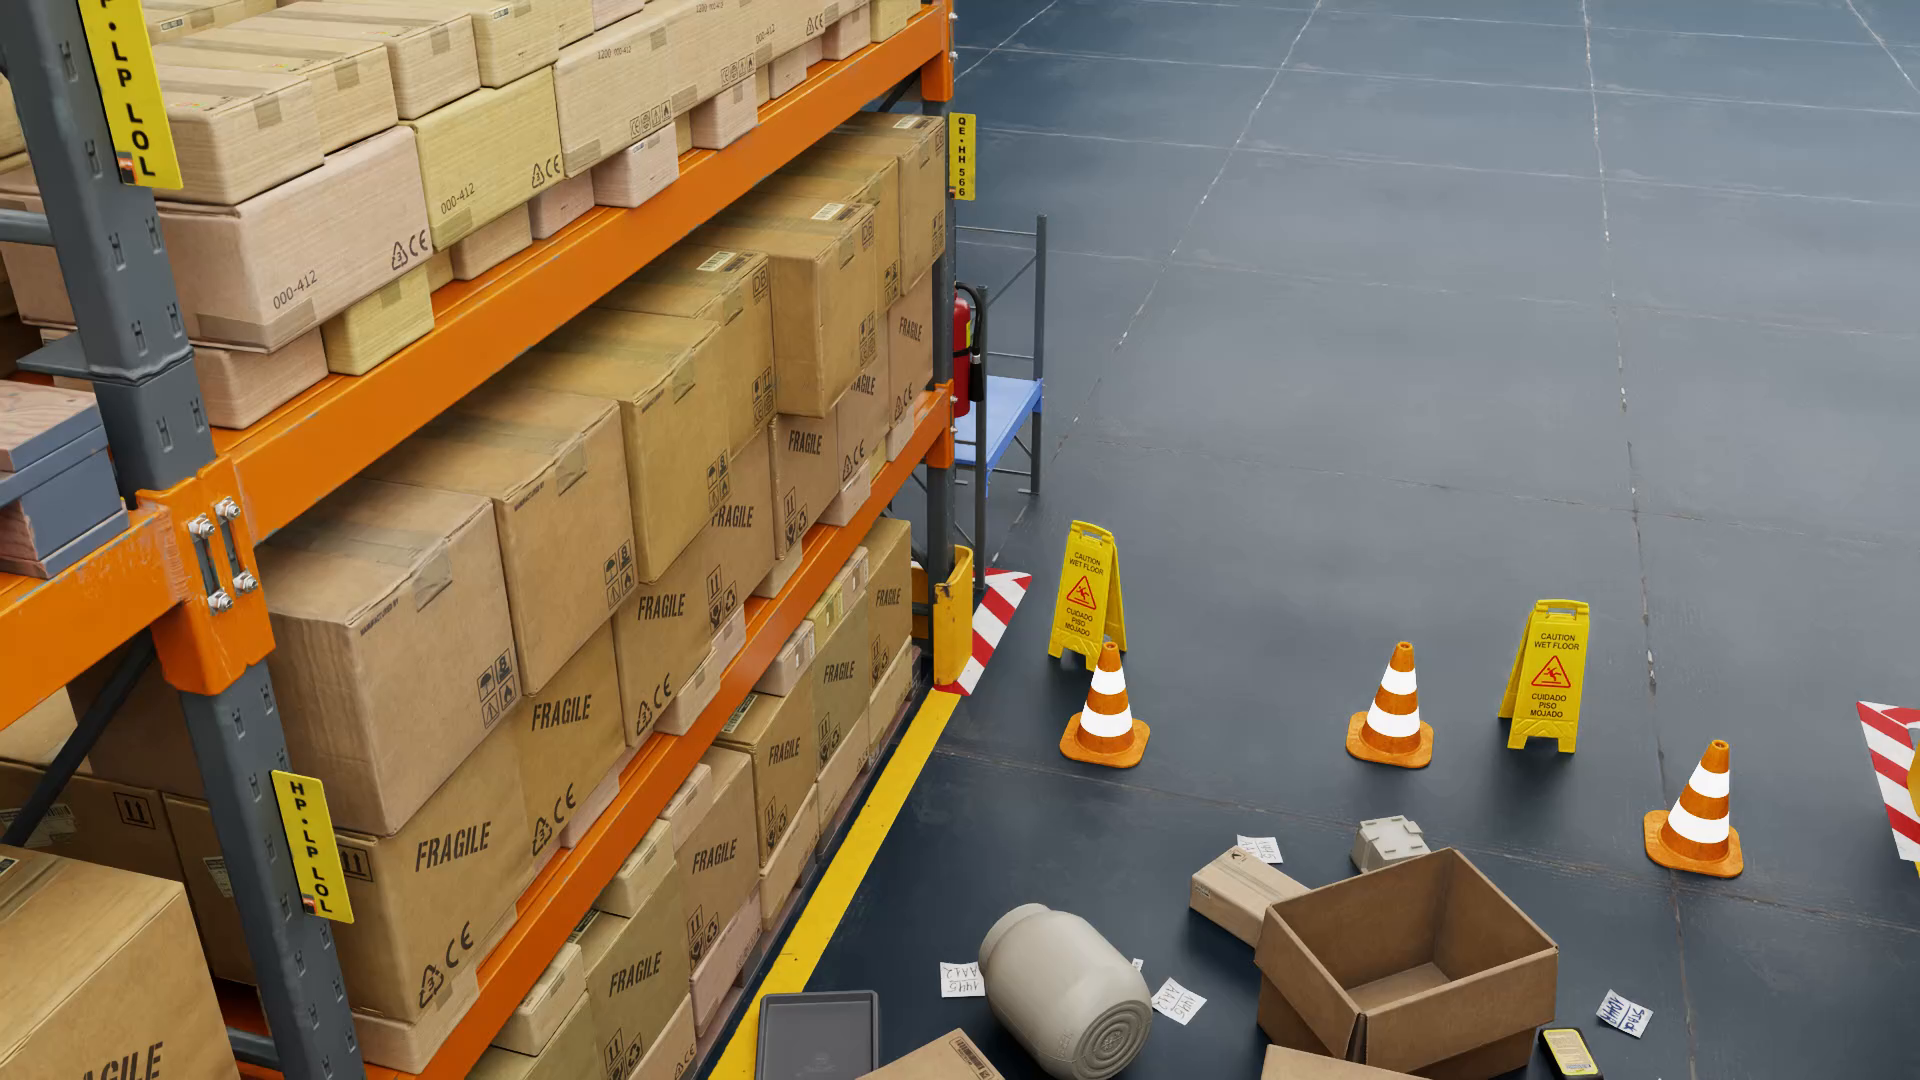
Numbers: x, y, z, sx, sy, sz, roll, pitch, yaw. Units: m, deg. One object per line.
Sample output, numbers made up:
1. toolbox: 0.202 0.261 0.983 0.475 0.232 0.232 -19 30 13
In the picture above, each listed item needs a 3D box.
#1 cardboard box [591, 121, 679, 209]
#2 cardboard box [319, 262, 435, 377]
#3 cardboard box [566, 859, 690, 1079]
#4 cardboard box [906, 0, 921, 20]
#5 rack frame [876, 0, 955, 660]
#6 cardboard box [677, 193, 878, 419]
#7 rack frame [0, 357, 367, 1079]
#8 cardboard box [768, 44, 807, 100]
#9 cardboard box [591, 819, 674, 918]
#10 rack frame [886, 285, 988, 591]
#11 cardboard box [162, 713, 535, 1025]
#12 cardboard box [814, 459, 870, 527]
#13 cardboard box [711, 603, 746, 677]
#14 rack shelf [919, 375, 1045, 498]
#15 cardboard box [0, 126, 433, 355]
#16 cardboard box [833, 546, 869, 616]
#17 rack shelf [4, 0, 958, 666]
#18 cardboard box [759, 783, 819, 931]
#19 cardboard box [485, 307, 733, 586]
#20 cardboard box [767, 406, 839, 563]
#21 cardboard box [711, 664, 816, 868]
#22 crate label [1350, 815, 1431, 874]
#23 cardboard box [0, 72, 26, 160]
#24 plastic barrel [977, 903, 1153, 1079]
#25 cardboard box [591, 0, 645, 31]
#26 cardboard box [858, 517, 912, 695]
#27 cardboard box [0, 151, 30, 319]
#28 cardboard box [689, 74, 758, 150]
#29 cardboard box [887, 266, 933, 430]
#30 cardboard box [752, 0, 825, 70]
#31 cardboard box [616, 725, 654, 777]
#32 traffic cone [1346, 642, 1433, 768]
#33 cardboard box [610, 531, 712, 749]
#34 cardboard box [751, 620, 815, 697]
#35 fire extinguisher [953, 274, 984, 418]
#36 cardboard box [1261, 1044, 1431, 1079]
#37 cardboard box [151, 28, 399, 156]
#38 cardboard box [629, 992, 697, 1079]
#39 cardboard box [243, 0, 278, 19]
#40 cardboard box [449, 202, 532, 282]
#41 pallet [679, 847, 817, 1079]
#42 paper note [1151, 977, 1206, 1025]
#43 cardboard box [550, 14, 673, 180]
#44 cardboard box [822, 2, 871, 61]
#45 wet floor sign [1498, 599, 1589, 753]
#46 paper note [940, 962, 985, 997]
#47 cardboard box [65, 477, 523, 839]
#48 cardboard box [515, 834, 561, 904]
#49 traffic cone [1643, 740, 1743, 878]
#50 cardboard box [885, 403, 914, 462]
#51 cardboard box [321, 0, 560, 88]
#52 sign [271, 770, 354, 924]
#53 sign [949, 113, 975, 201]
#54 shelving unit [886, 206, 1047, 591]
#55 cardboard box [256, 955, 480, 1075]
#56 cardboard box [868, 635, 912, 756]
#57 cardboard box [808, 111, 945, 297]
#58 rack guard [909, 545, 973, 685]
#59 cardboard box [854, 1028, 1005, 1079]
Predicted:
1. cardboard box: -0.902 -0.916 3.984 0.380 0.149 0.250 8 30 14
2. cardboard box: -1.231 -0.443 3.134 0.380 0.149 0.250 9 30 15
3. cardboard box: -1.113 1.186 4.658 0.500 0.500 0.500 10 31 17
4. cardboard box: -0.353 -1.873 5.704 0.380 0.149 0.250 9 30 15
5. rack frame: -0.516 -0.878 6.742 1.000 3.000 0.127 8 30 15
6. cardboard box: -0.664 -0.734 5.046 0.700 0.500 0.500 8 30 14
7. rack frame: -1.690 0.981 3.400 1.000 3.000 0.127 8 30 15
8. cardboard box: -0.671 -1.403 4.860 0.380 0.149 0.250 8 30 14
9. cardboard box: -1.016 0.864 4.569 0.380 0.149 0.250 10 31 17
10. rack frame: -0.124 -0.459 7.532 0.500 1.500 0.032 8 30 15
11. cardboard box: -1.295 0.643 3.600 0.500 0.500 0.500 8 30 15
12. cardboard box: -0.532 -0.190 5.764 0.380 0.149 0.250 9 30 16
13. cardboard box: -0.859 0.276 4.926 0.380 0.149 0.250 8 30 15
14. rack shelf: 0.025 -0.538 8.044 0.538 0.185 1.000 8 30 15
15. cardboard box: -1.299 -0.559 2.933 0.500 0.250 0.500 8 30 14
16. cardboard box: -0.545 0.119 5.908 0.380 0.149 0.250 9 30 16
17. rack shelf: -1.103 -0.945 4.517 1.077 0.370 4.000 8 30 15
18. cardboard box: -0.804 1.038 5.695 0.500 0.250 0.500 7 30 13
19. cardboard box: -1.010 -0.267 4.206 0.700 0.500 0.500 8 30 14
20. cardboard box: -0.714 -0.296 5.287 0.500 0.500 0.500 8 30 15
21. cardboard box: -0.807 0.699 5.533 0.500 0.500 0.500 8 30 14
22. crate label: 1.580 1.132 6.075 0.250 0.136 0.298 -6 30 -11
23. cardboard box: -1.806 -0.747 2.859 0.380 0.149 0.250 9 30 16
24. plastic barrel: 0.325 1.424 5.255 0.421 0.421 0.512 -17 34 -28
25. cardboard box: -0.956 -1.281 3.820 0.380 0.149 0.250 8 30 14
26. cardboard box: -0.502 0.222 6.390 0.500 0.500 0.500 9 30 15
27. cardboard box: -1.817 -0.638 3.075 0.500 0.250 0.500 8 30 14
28. cardboard box: -0.762 -1.153 4.410 0.380 0.149 0.250 8 30 14
29. cardboard box: -0.412 -0.760 6.121 0.500 0.500 0.500 8 30 14
30. cardboard box: -0.705 -1.501 4.626 0.500 0.250 0.500 9 30 16
31. cardboard box: -1.063 0.500 4.525 0.380 0.149 0.250 8 30 15
32. traffic cone: 1.752 0.615 6.668 0.336 0.463 0.334 8 30 15
33. cardboard box: -1.010 0.175 4.441 0.500 0.500 0.500 8 30 14
34. cardboard box: -0.701 0.358 5.479 0.380 0.149 0.250 10 31 17
35. fire extinguisher: -0.042 -0.831 6.738 0.296 0.674 0.183 8 30 15
36. cardboard box: 1.122 1.767 4.416 0.797 0.637 0.503 8 30 15
37. cardboard box: -1.237 -0.793 2.943 0.380 0.149 0.250 9 30 16
38. cardboard box: -1.113 1.514 4.839 0.500 0.250 0.500 10 31 18
39. cardboard box: -1.690 -1.126 3.541 0.380 0.149 0.250 9 30 16
40. cardboard box: -1.155 -0.685 3.569 0.380 0.149 0.250 9 30 16
41. pallet: -1.171 1.314 5.671 1.003 0.211 1.213 8 30 15
42. paper note: 0.717 1.522 5.495 0.148 0.019 0.142 20 35 32
43. cardboard box: -0.997 -1.031 3.781 0.500 0.250 0.500 9 30 15
44. cardboard box: -0.506 -1.634 5.275 0.380 0.149 0.250 9 30 16
45. wet floor sign: 2.361 0.515 6.661 0.267 0.644 0.232 3 29 6
46. paper note: 0.008 1.470 5.577 0.142 0.019 0.148 -1 29 -3
47. cardboard box: -1.354 0.197 3.373 0.700 0.500 0.500 8 30 14
48. cardboard box: -1.218 0.738 4.097 0.380 0.149 0.250 8 30 15
49. traffic cone: 2.732 0.935 6.094 0.336 0.463 0.334 8 30 15
50. cardboard box: -0.390 -0.430 6.196 0.380 0.149 0.250 8 30 14
51. cardboard box: -1.048 -1.033 3.374 0.380 0.149 0.250 8 30 14
52. sign: -1.159 0.553 2.980 0.100 0.325 0.005 8 30 15
53. sign: 0.009 -1.433 6.225 0.100 0.325 0.005 8 30 15
54. shelving unit: 0.025 -0.695 7.957 0.538 1.500 1.048 8 30 15
55. cardboard box: -1.291 0.990 3.642 0.380 0.149 0.250 8 30 15
56. cardboard box: -0.503 0.566 6.544 0.500 0.250 0.500 8 30 15
57. cardboard box: -0.457 -1.220 5.920 0.700 0.500 0.500 8 30 14
58. rack guard: -0.538 0.250 7.286 1.175 0.500 0.348 8 30 15
59. cardboard box: -0.075 1.769 4.554 0.500 0.500 0.500 -17 34 -28
